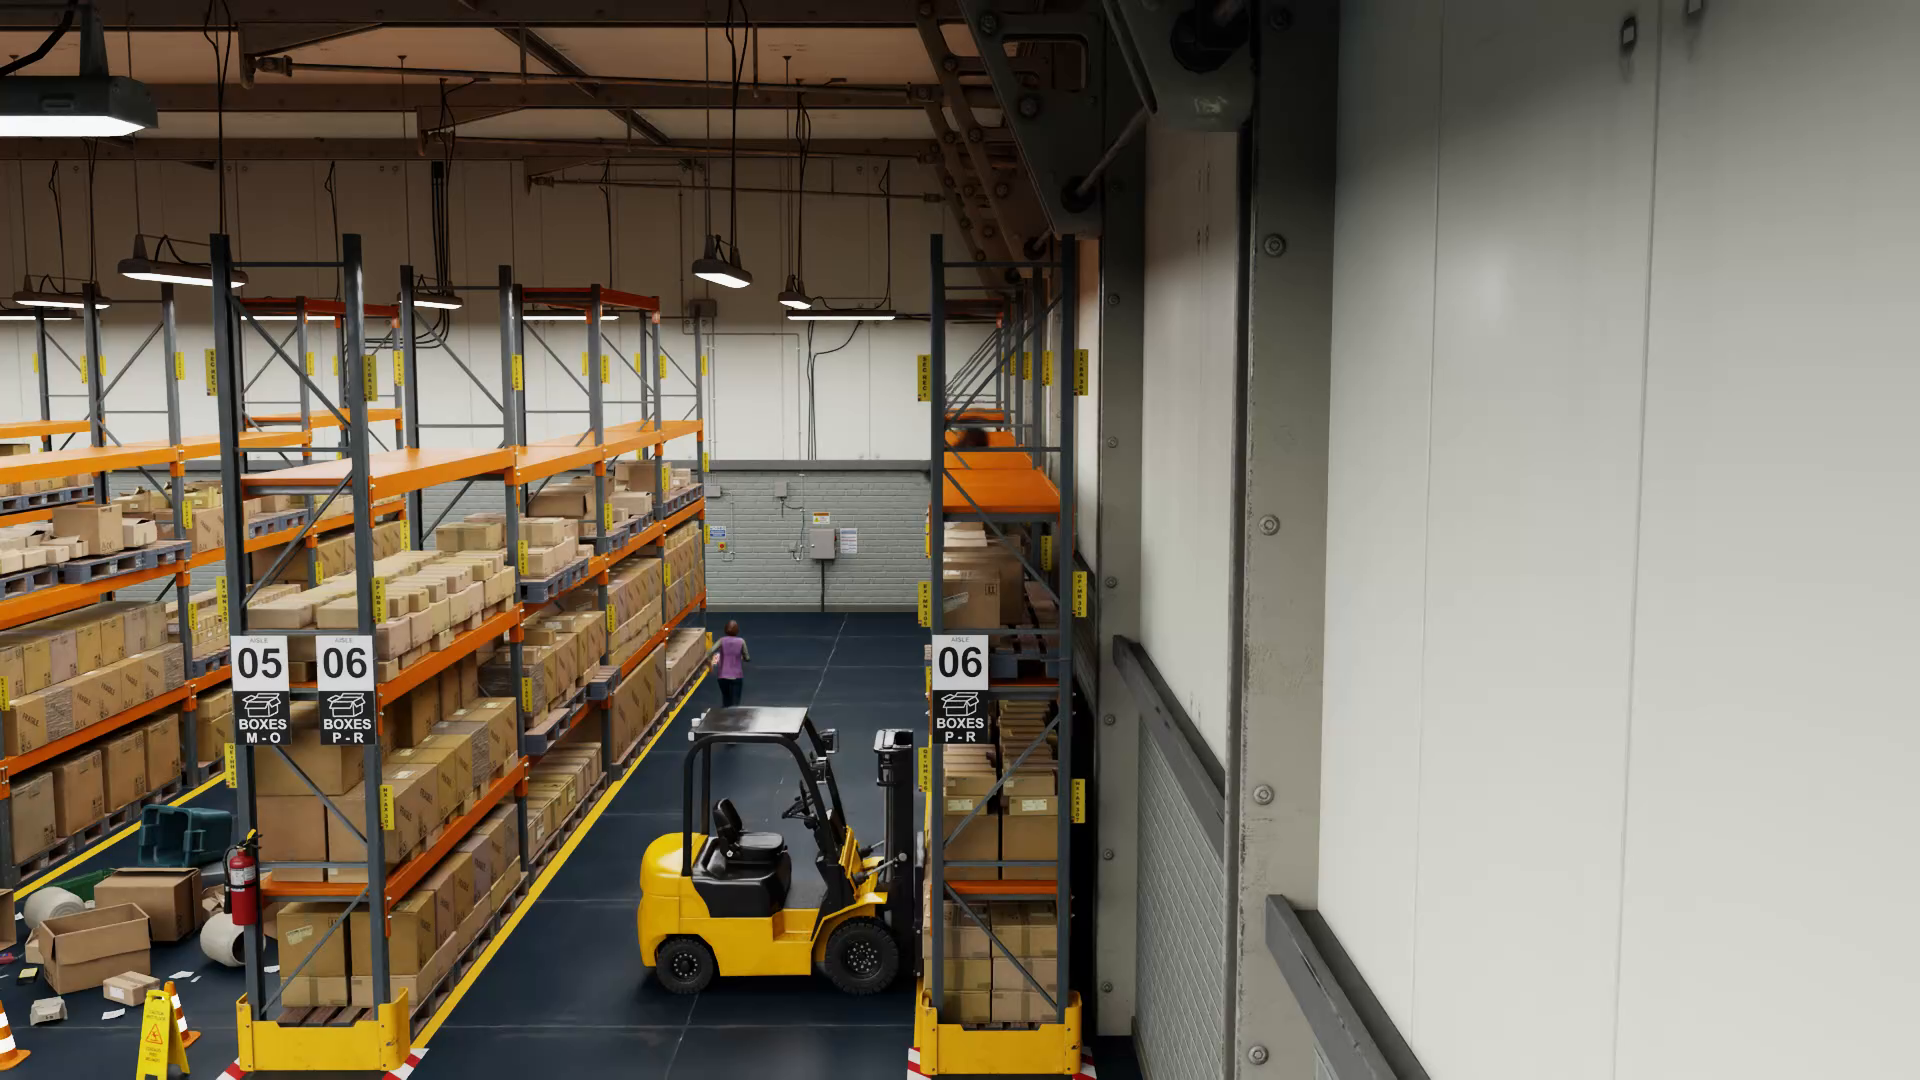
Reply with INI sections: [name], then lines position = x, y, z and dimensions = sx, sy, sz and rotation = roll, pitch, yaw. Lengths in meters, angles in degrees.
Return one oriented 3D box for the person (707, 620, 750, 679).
[person]
position = -3.121, 1.889, 22.500
dimensions = 0.545, 1.601, 0.818
rotation = 0, 6, 1
